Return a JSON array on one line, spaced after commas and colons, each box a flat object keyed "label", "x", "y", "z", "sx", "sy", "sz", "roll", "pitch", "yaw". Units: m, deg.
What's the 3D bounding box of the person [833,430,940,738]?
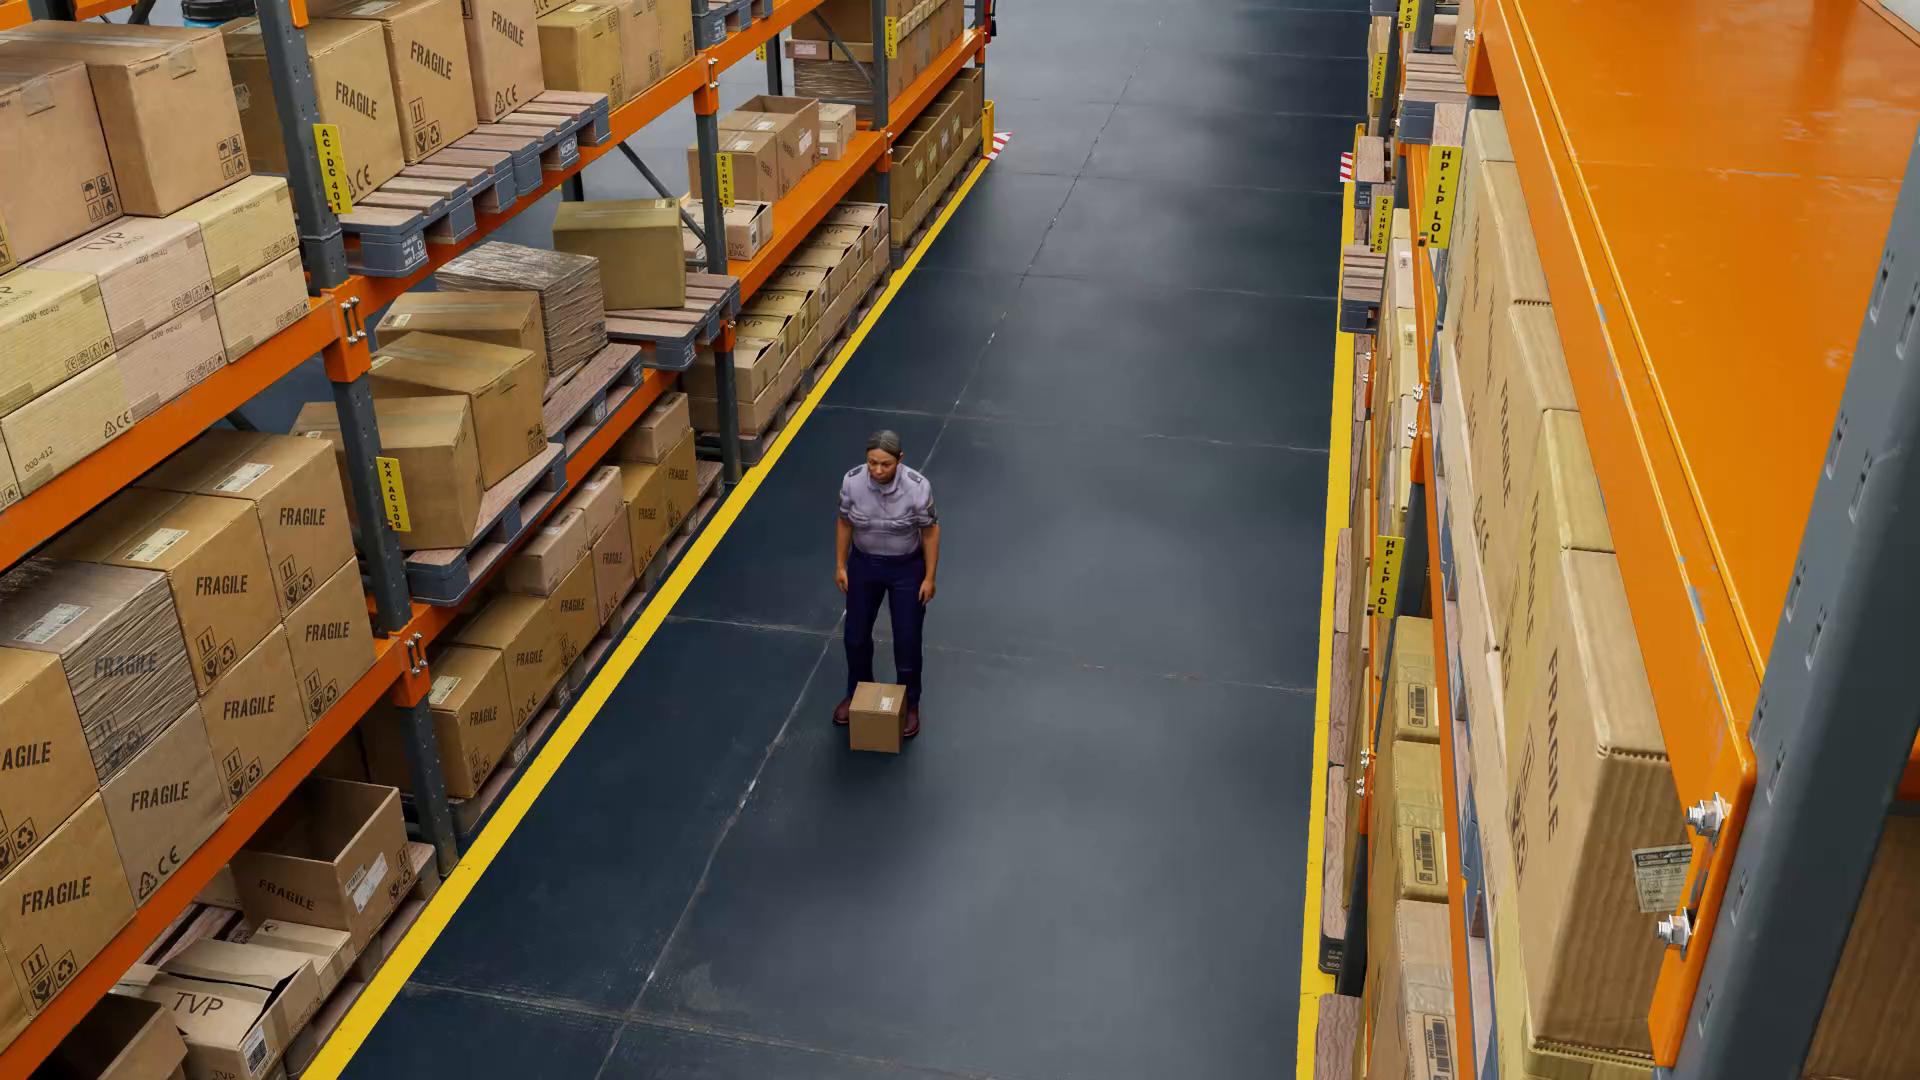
[{"label": "person", "x": -0.376, "y": 0.184, "z": 8.287, "sx": 0.537, "sy": 1.651, "sz": 0.418, "roll": 6, "pitch": 30, "yaw": 11}]
